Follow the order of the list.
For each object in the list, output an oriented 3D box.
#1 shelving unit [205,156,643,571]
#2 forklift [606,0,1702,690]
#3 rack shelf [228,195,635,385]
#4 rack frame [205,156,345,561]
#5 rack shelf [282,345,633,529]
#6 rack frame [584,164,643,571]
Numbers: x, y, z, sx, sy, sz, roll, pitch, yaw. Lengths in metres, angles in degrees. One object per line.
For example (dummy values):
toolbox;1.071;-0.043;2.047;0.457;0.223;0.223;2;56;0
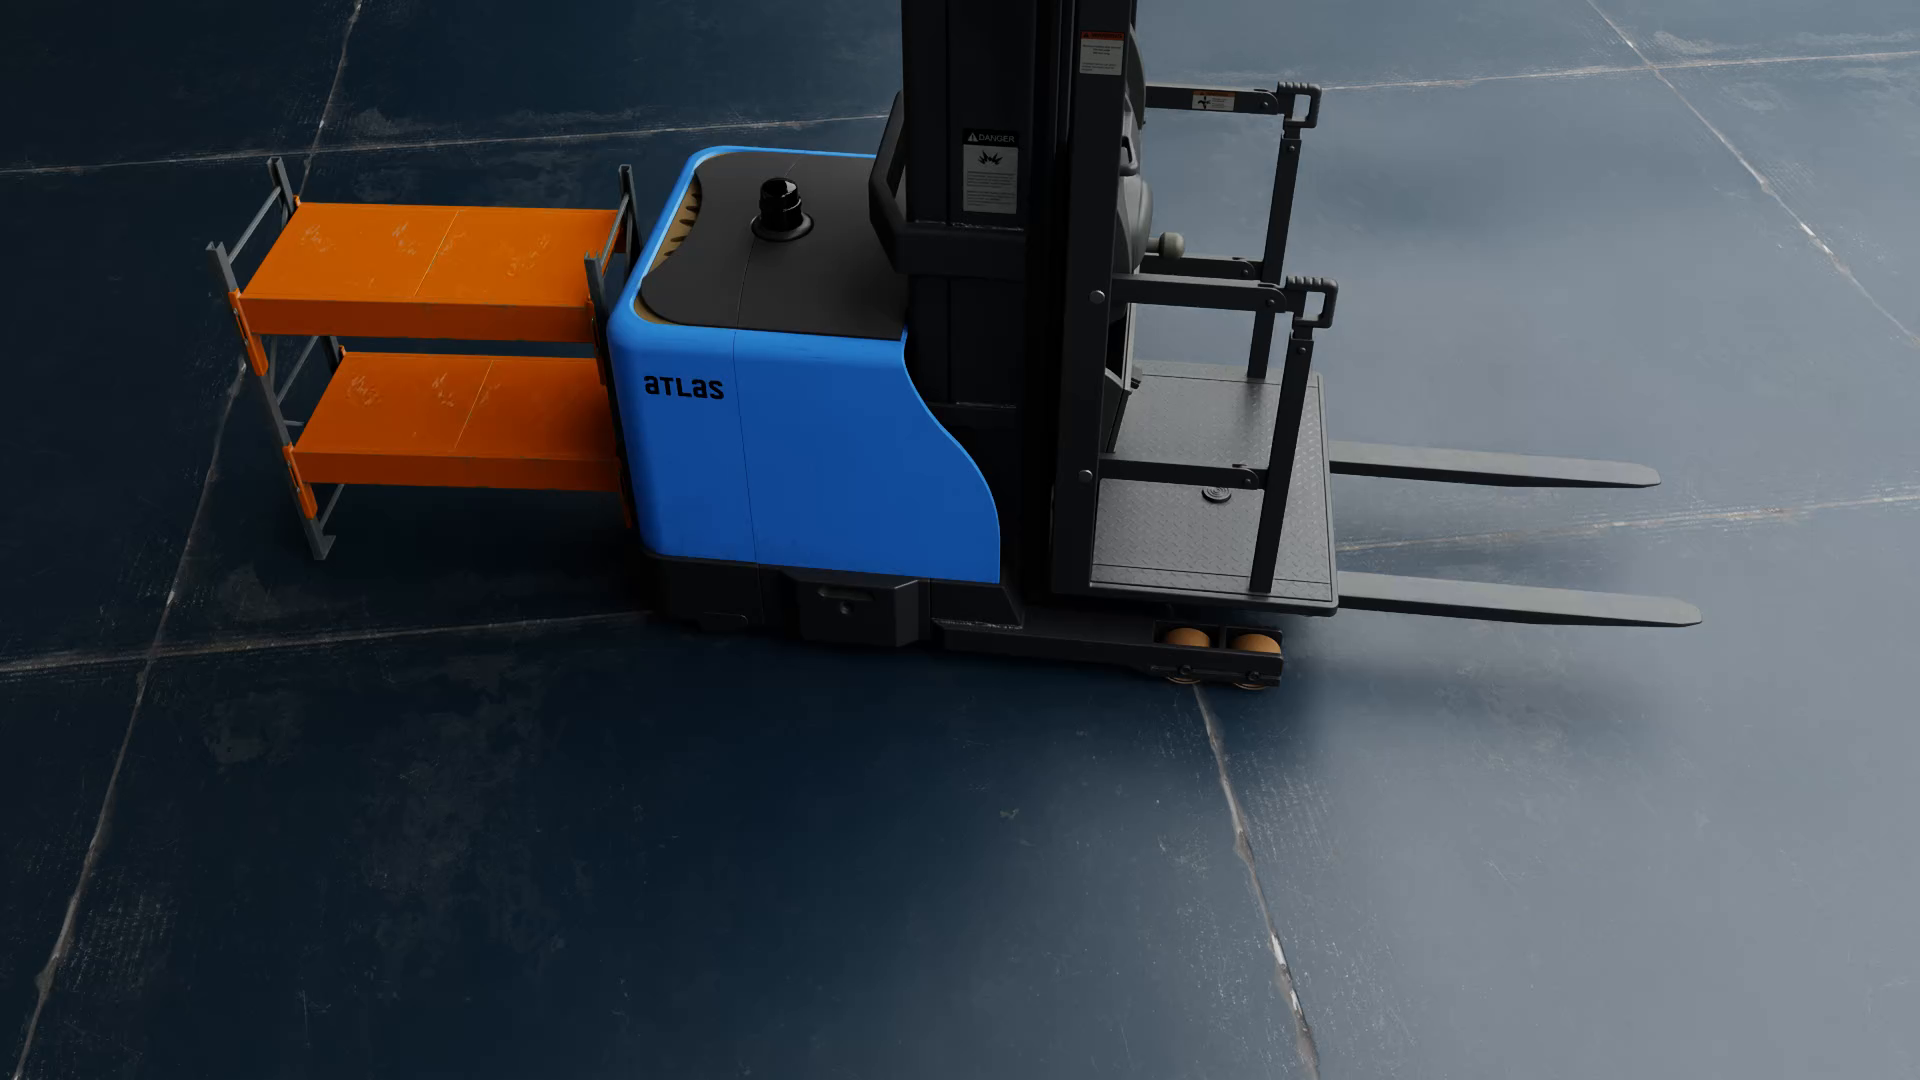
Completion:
shelving unit;-1.476;-0.506;4.971;1.048;1.125;0.538;2;42;2
forklift;0.621;-1.037;4.212;3.031;2.935;1.130;5;42;5
rack shelf;-1.476;-0.723;4.775;1.000;0.278;0.538;2;42;2
rack frame;-1.984;-0.521;4.988;0.032;1.125;0.500;2;42;2
rack shelf;-1.476;-0.324;5.135;1.000;0.278;0.538;2;42;2
rack frame;-0.968;-0.490;4.954;0.032;1.125;0.500;2;42;2
